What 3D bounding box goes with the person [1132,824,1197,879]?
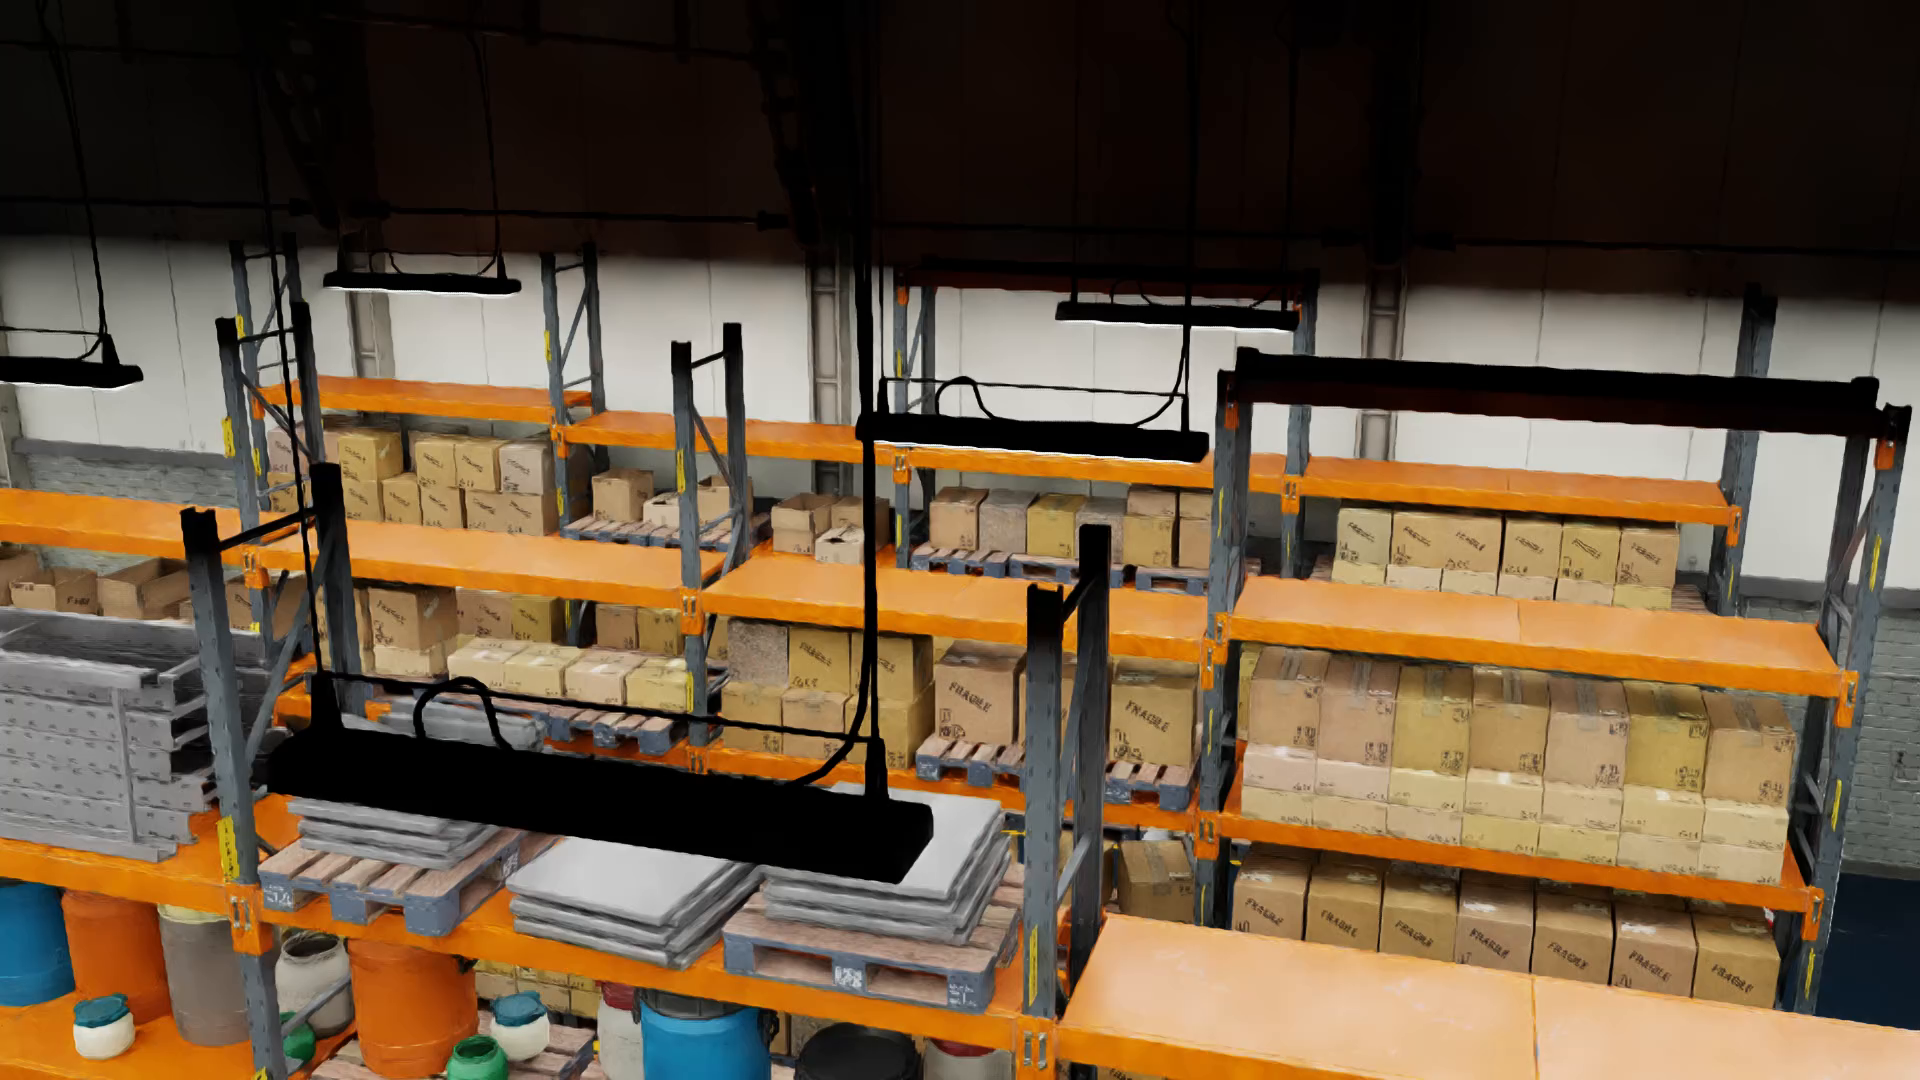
[{"bbox_3d":[1.950,2.732,16.122,1.085,1.715,0.580,3,16,9],"label":"person"}]
